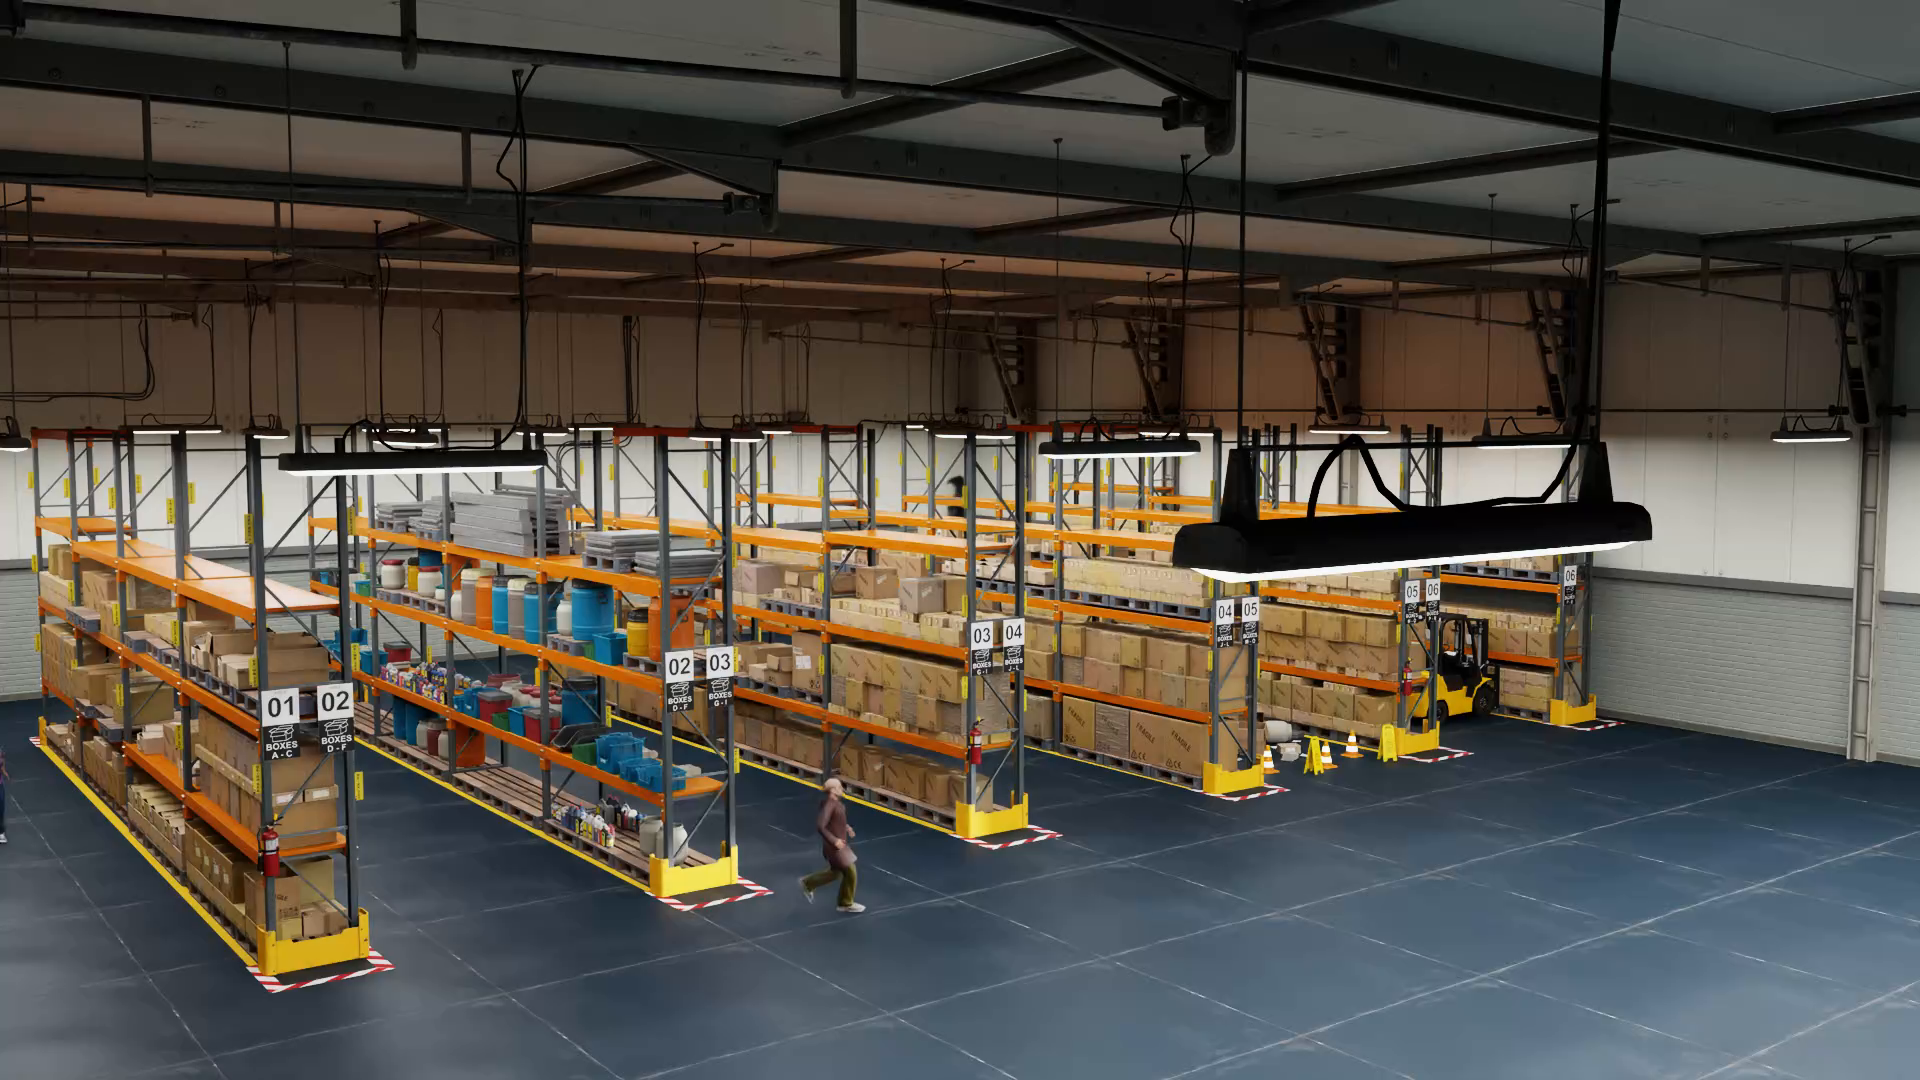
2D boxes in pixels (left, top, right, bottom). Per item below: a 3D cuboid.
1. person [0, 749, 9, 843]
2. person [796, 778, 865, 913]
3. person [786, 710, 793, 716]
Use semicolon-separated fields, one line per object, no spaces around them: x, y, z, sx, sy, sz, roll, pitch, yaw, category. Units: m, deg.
-14.265;3.612;24.421;0.924;1.572;0.546;4;6;44;person
-1.615;3.831;20.770;0.867;1.736;0.710;0;4;-5;person
-3.430;2.961;33.146;0.757;1.633;0.610;1;5;11;person
